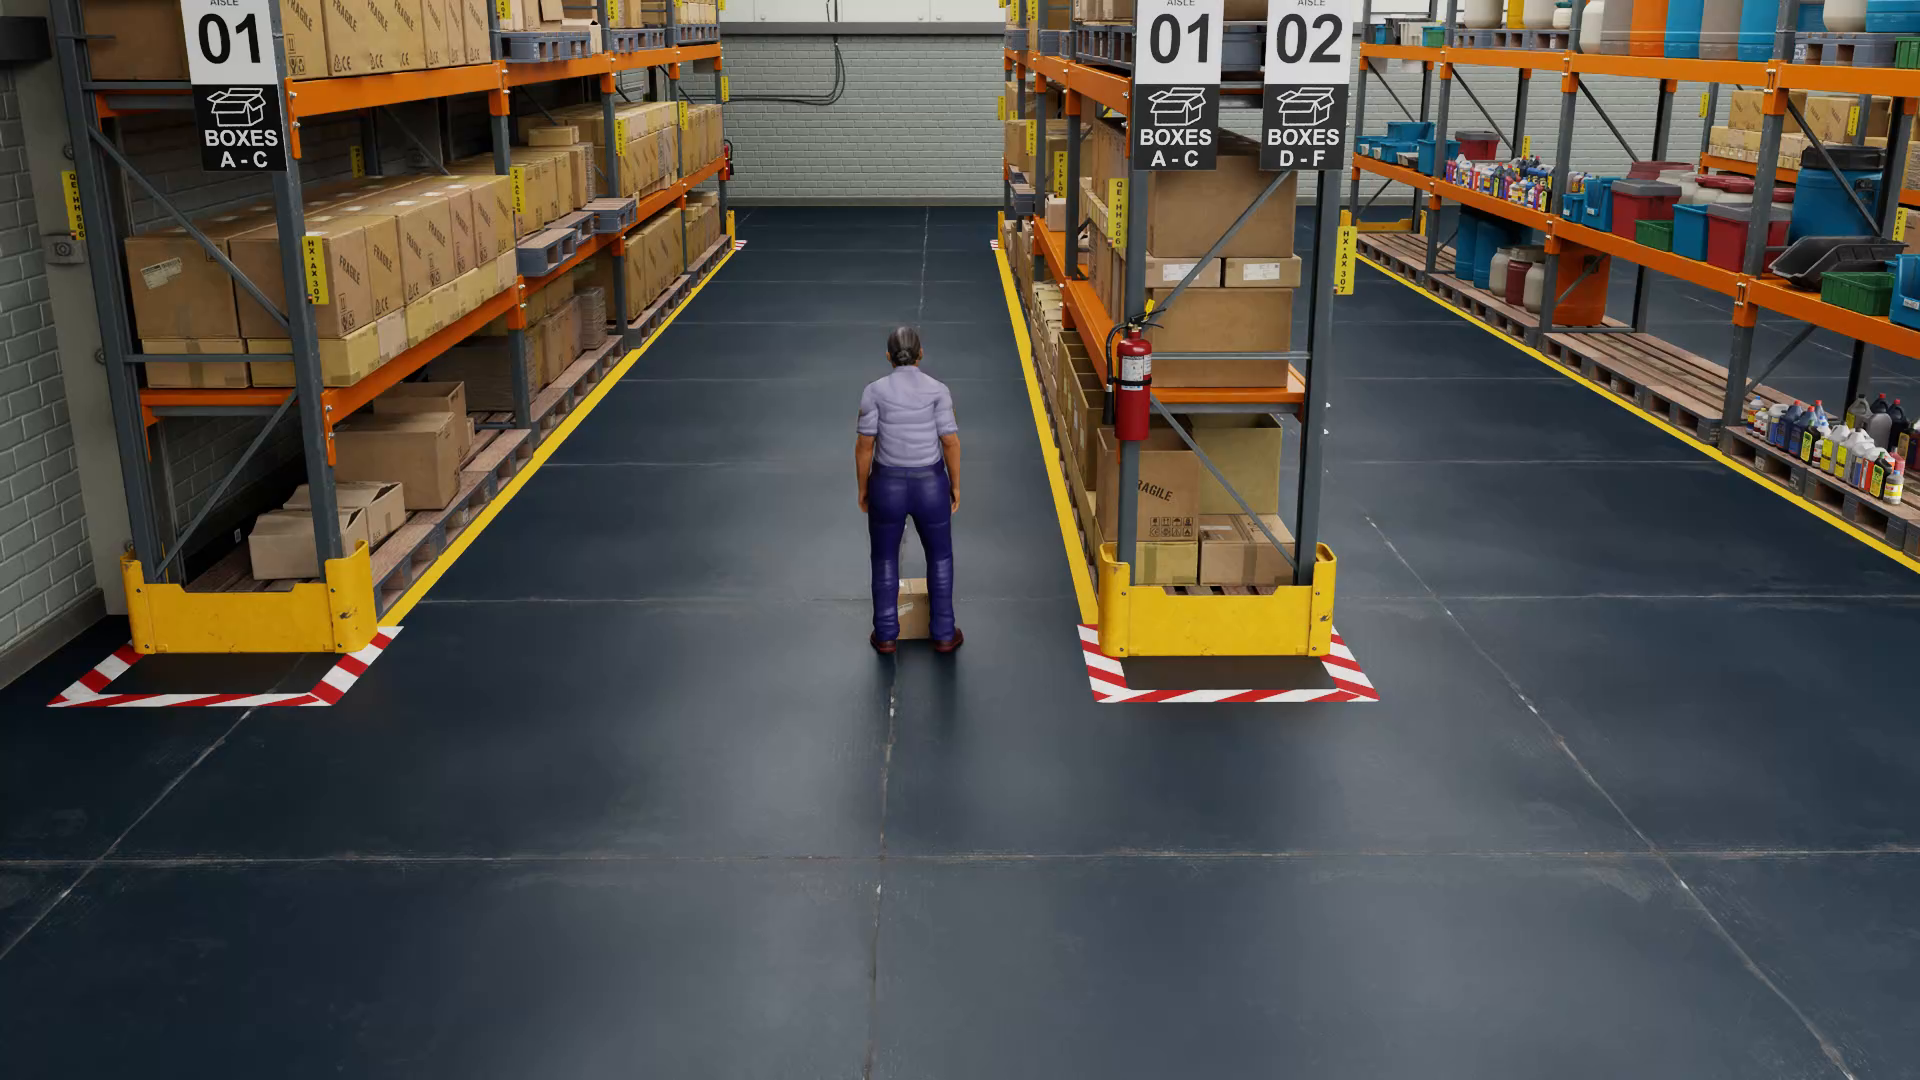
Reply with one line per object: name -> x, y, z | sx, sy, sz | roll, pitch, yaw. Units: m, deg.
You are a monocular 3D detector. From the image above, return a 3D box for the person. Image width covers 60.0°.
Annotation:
person -> -0.250, -0.236, 8.321 | 0.537, 1.651, 0.374 | 0, 17, -1
